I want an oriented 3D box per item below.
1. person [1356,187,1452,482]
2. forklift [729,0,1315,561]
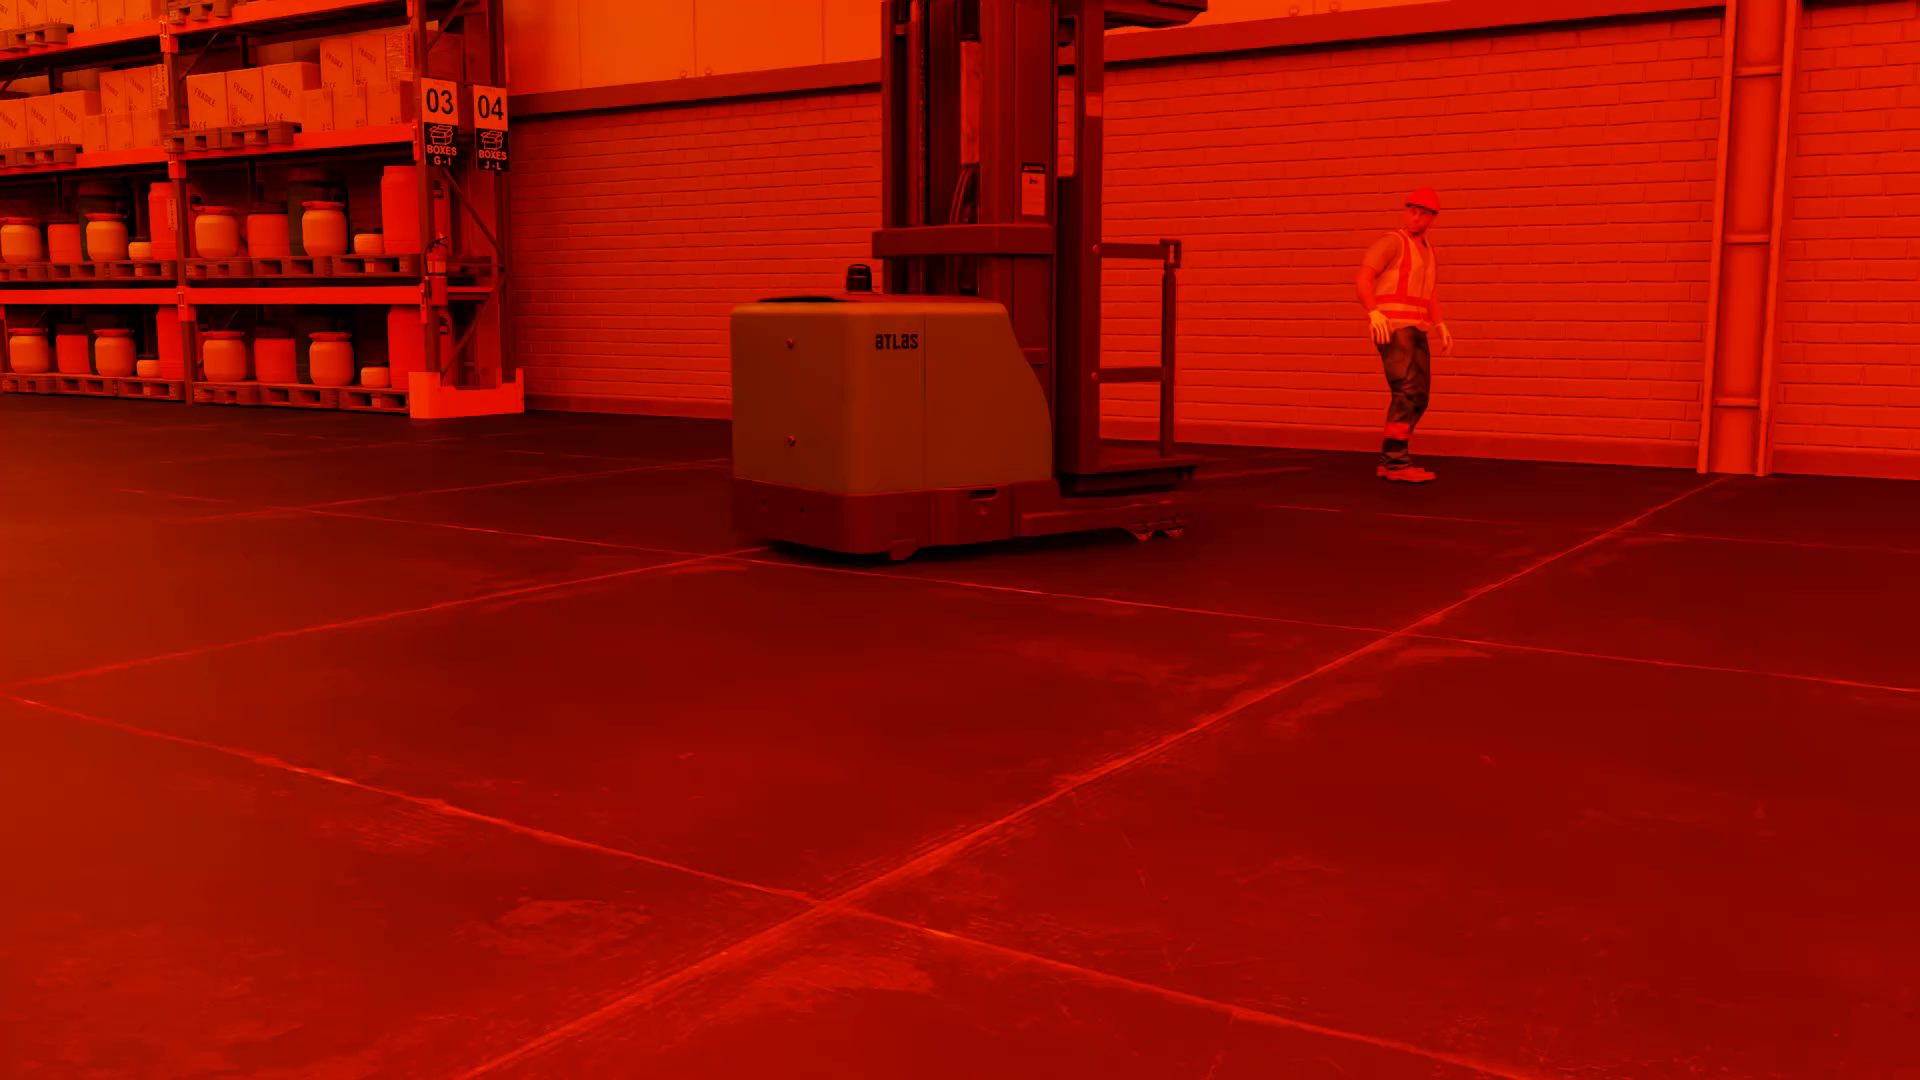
[{"bbox_3d":[2.762,-1.247,10.111,0.503,1.765,0.763,8,11,43],"label":"person"},{"bbox_3d":[0.446,-1.507,7.791,3.031,2.935,1.130,-6,10,-37],"label":"forklift"}]
